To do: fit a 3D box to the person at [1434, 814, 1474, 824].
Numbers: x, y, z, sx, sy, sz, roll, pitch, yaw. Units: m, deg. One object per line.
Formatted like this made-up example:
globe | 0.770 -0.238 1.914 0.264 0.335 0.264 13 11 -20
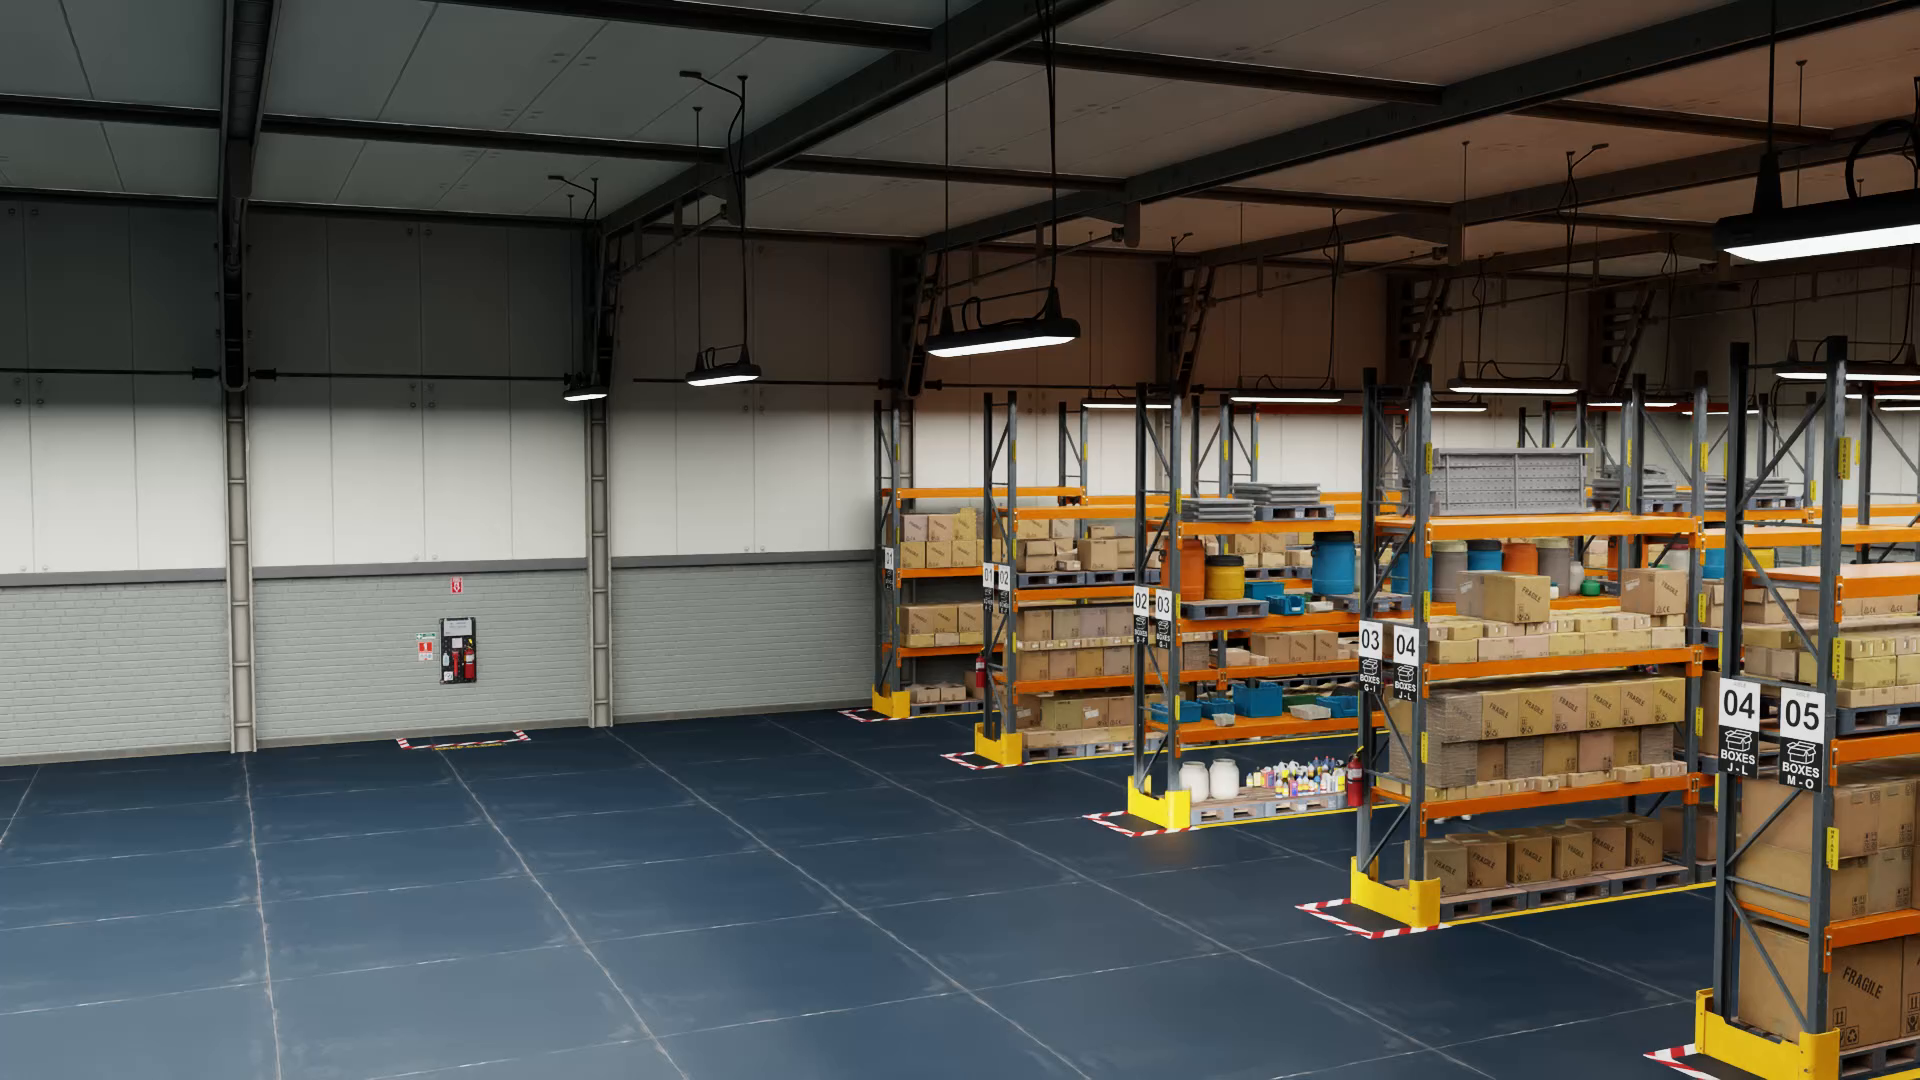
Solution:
person | 6.770 3.020 22.726 0.684 1.683 0.581 -2 4 -33
